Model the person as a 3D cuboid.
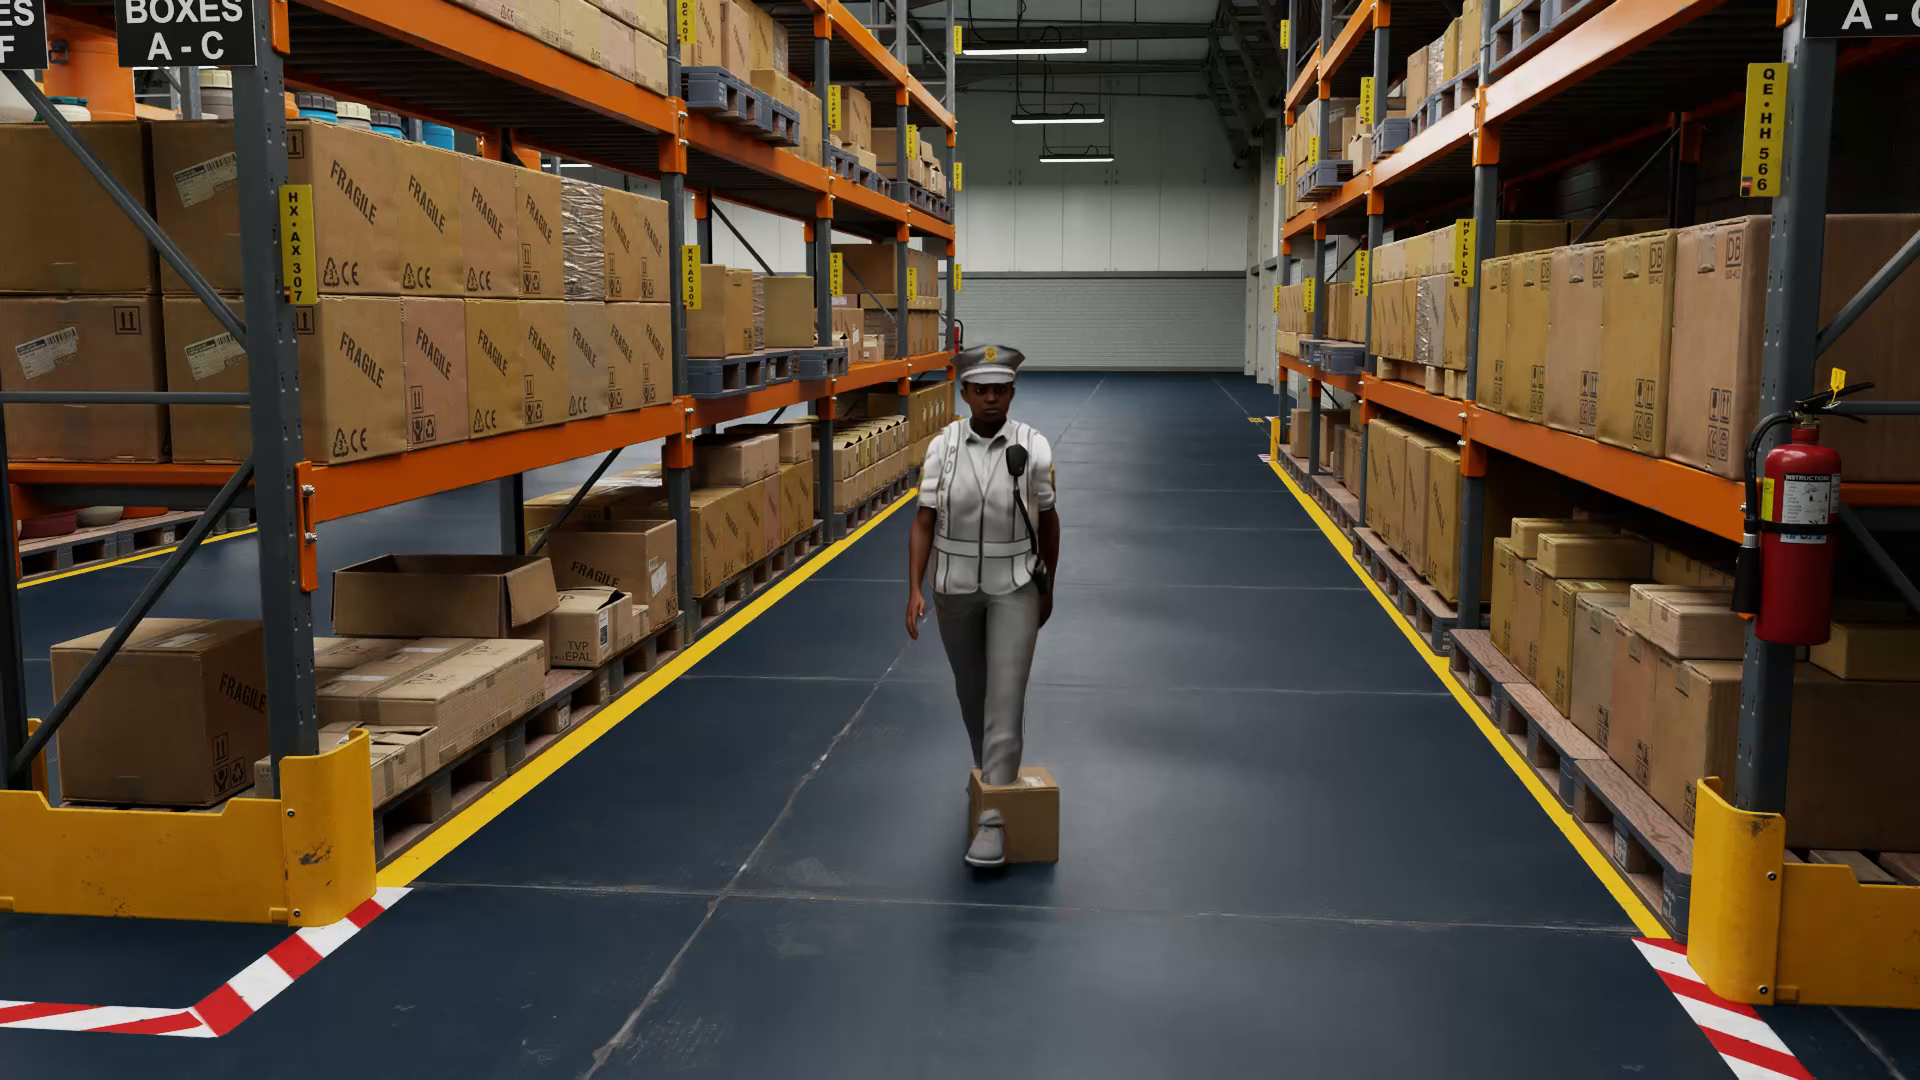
[{"bbox_3d":[0.076,0.158,5.520,0.474,1.615,1.030,1,8,10],"label":"person"}]
